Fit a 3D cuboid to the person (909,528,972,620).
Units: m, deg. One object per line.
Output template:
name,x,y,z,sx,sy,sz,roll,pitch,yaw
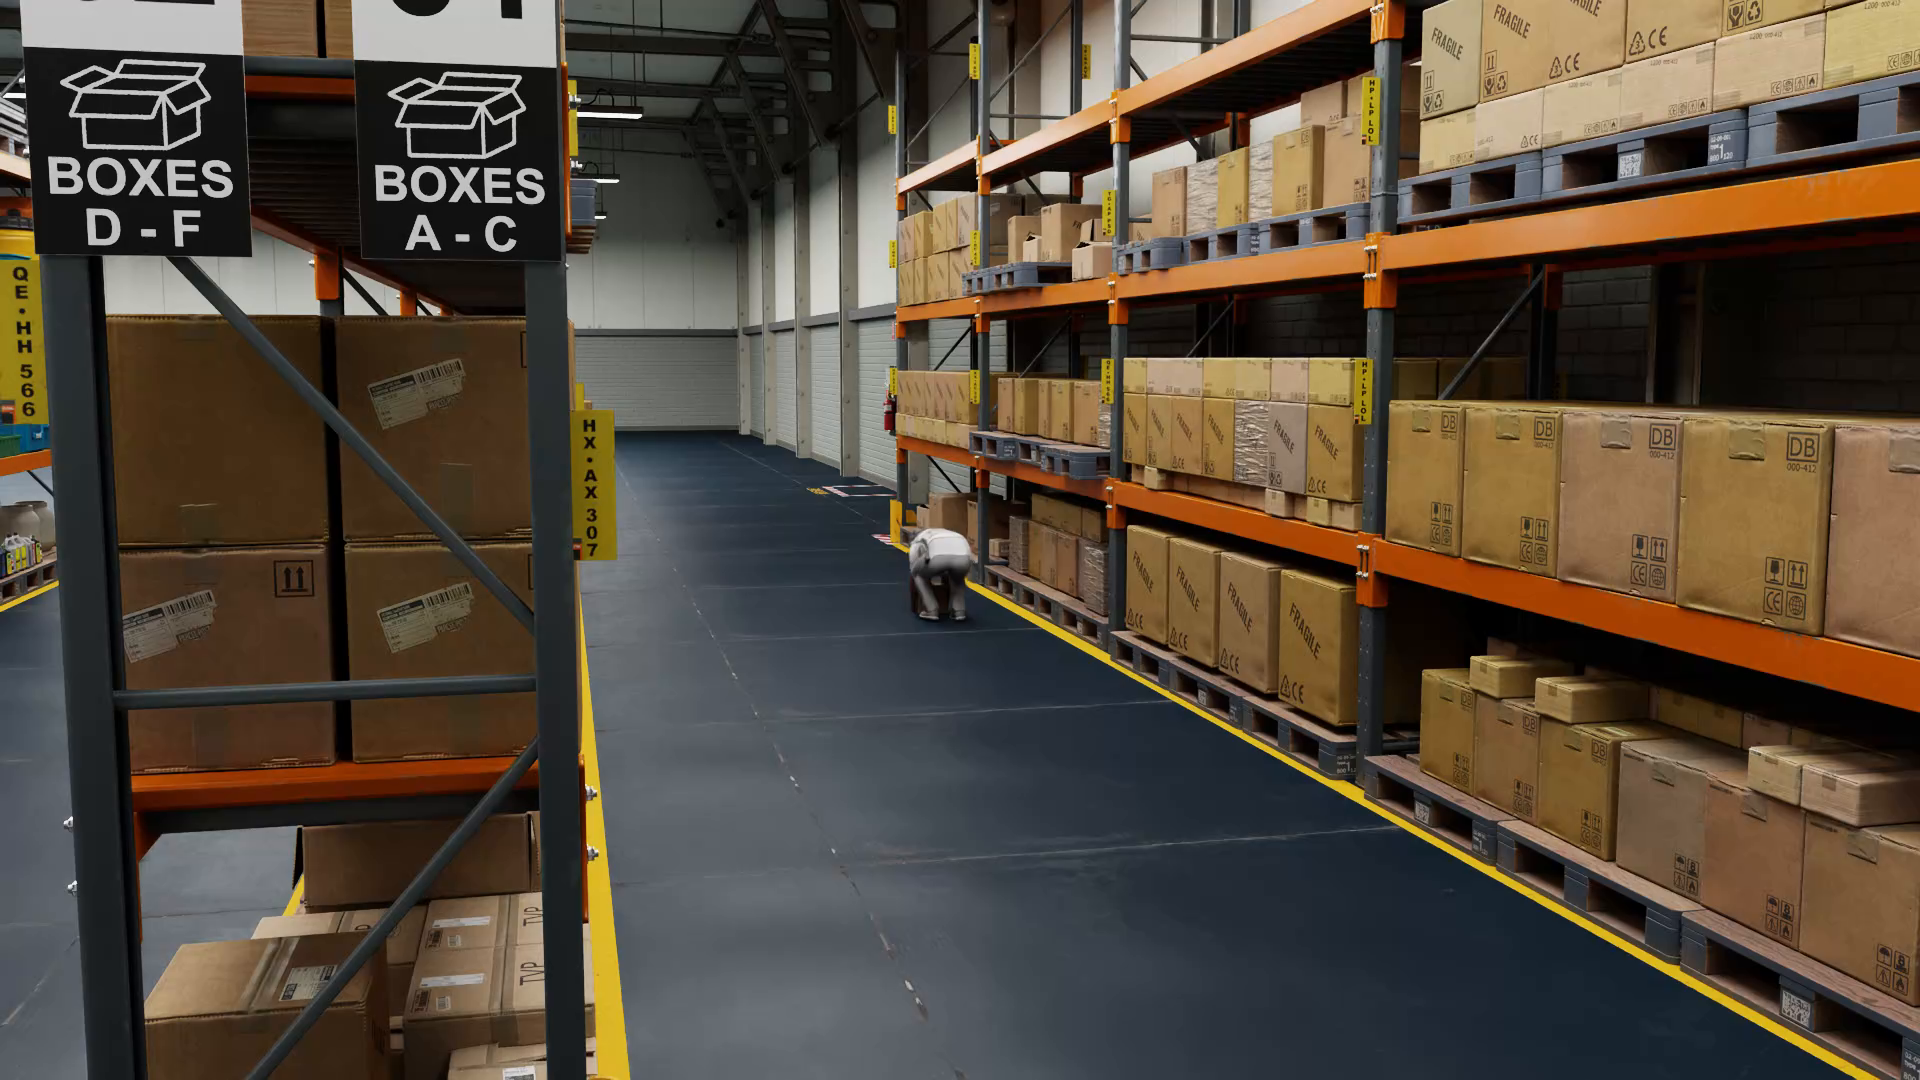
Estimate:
person,-0.182,0.297,14.233,0.453,0.790,0.926,-2,6,-15
